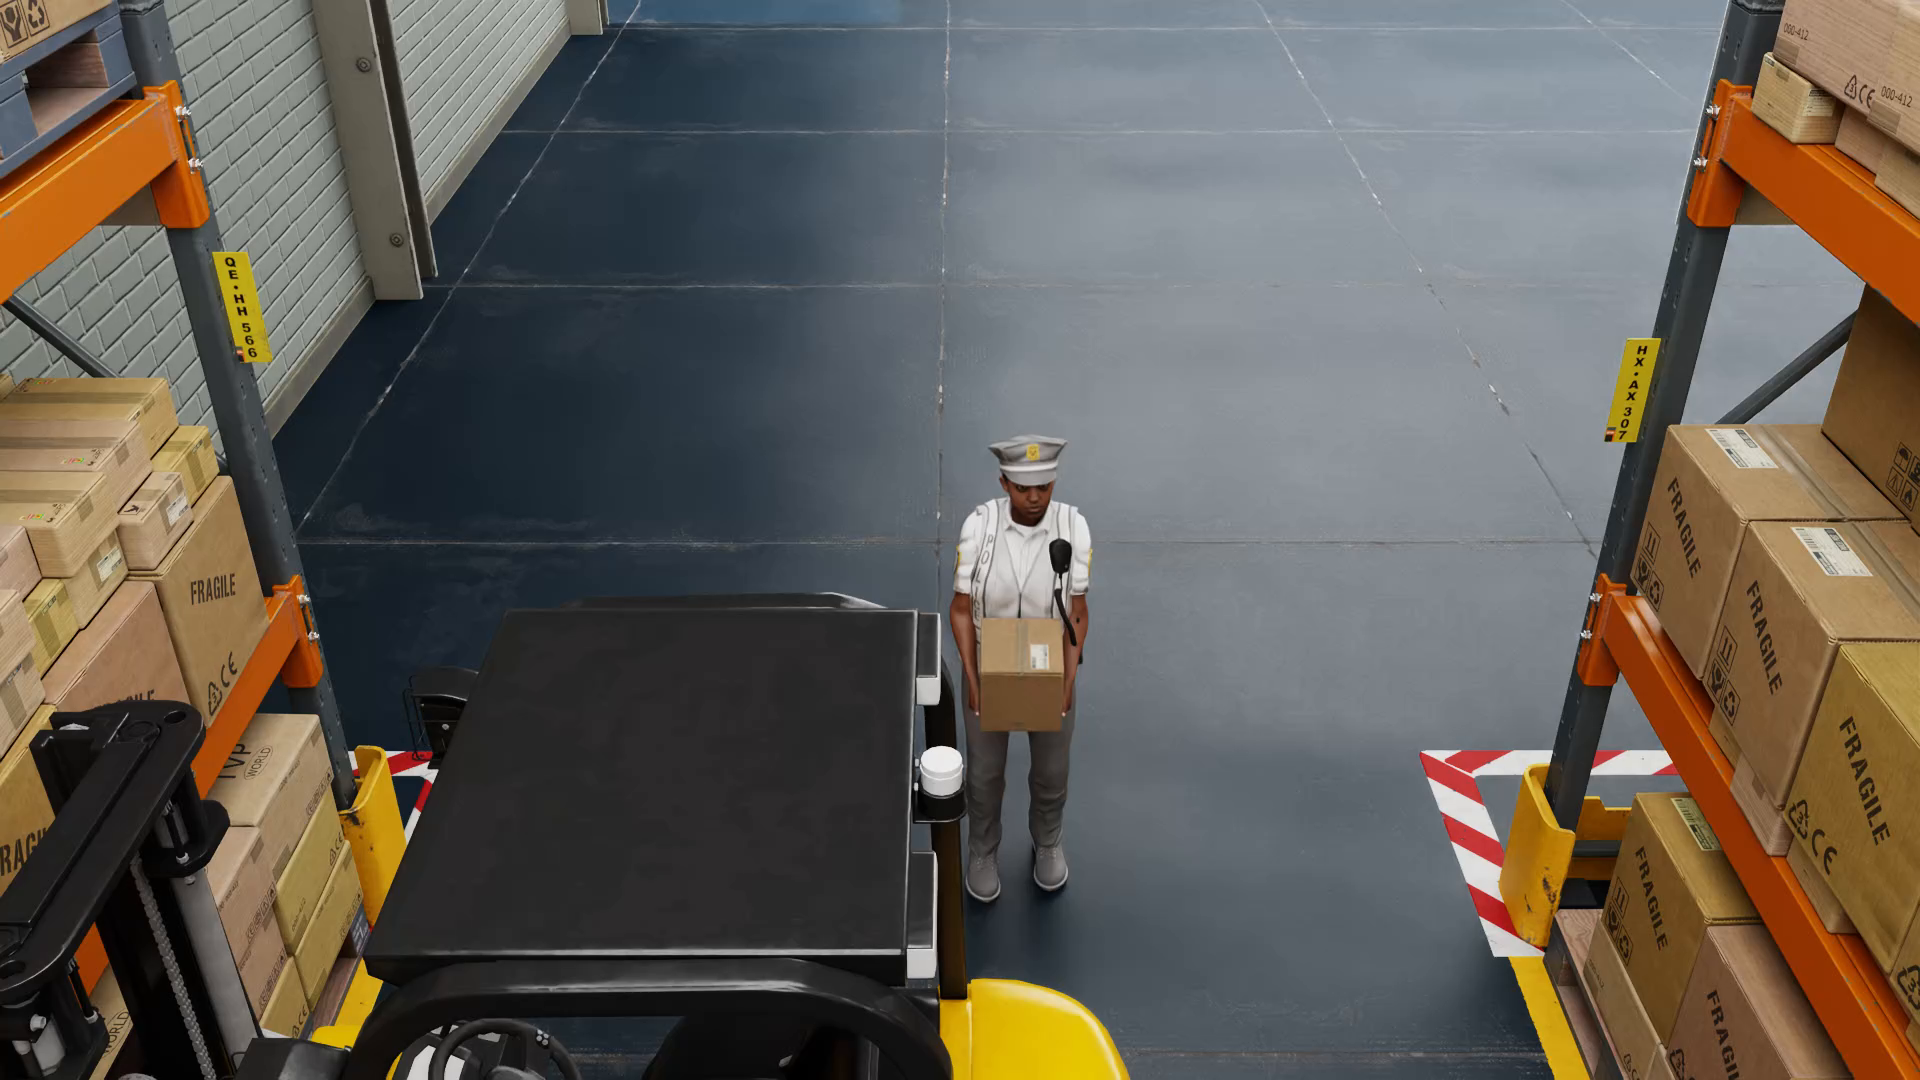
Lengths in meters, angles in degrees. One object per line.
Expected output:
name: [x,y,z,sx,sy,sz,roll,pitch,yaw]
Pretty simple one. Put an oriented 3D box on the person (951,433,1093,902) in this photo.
person: [0.196,0.441,5.394,0.449,1.688,0.534,0,32,0]
